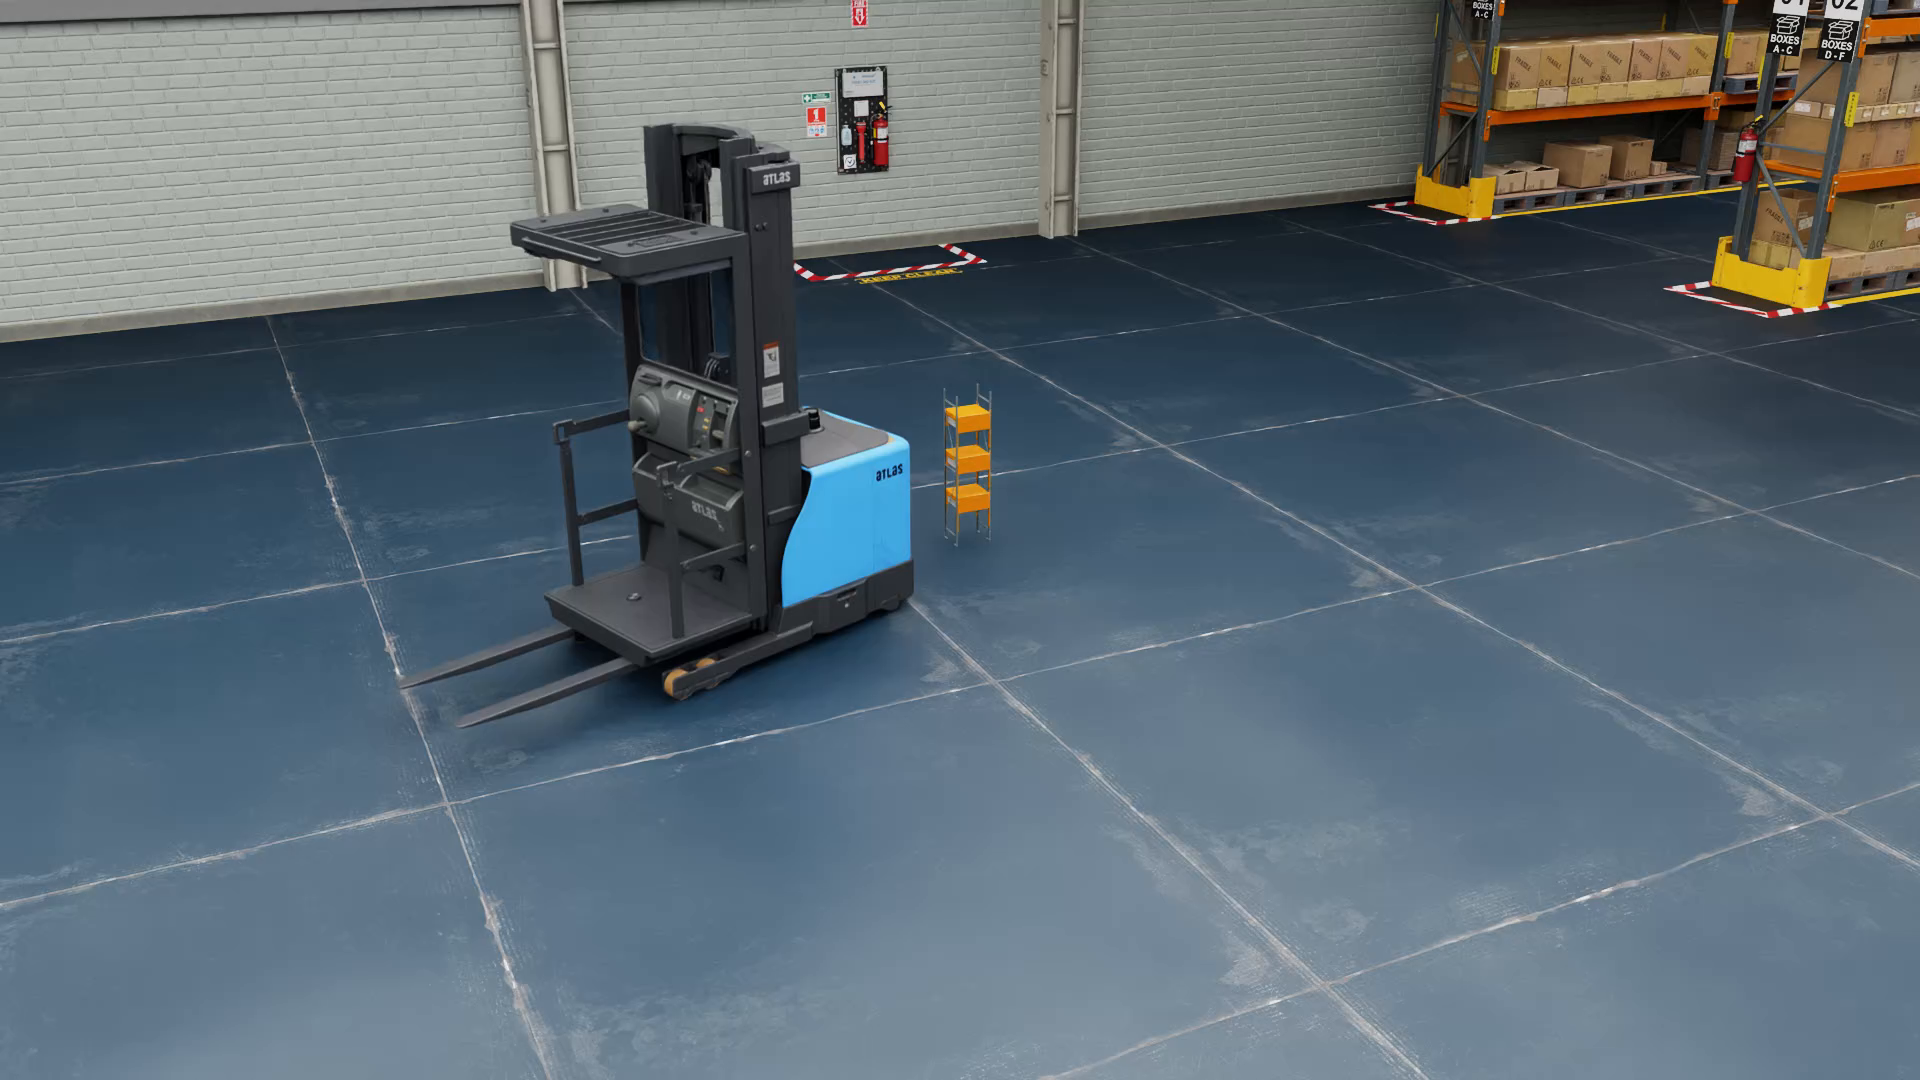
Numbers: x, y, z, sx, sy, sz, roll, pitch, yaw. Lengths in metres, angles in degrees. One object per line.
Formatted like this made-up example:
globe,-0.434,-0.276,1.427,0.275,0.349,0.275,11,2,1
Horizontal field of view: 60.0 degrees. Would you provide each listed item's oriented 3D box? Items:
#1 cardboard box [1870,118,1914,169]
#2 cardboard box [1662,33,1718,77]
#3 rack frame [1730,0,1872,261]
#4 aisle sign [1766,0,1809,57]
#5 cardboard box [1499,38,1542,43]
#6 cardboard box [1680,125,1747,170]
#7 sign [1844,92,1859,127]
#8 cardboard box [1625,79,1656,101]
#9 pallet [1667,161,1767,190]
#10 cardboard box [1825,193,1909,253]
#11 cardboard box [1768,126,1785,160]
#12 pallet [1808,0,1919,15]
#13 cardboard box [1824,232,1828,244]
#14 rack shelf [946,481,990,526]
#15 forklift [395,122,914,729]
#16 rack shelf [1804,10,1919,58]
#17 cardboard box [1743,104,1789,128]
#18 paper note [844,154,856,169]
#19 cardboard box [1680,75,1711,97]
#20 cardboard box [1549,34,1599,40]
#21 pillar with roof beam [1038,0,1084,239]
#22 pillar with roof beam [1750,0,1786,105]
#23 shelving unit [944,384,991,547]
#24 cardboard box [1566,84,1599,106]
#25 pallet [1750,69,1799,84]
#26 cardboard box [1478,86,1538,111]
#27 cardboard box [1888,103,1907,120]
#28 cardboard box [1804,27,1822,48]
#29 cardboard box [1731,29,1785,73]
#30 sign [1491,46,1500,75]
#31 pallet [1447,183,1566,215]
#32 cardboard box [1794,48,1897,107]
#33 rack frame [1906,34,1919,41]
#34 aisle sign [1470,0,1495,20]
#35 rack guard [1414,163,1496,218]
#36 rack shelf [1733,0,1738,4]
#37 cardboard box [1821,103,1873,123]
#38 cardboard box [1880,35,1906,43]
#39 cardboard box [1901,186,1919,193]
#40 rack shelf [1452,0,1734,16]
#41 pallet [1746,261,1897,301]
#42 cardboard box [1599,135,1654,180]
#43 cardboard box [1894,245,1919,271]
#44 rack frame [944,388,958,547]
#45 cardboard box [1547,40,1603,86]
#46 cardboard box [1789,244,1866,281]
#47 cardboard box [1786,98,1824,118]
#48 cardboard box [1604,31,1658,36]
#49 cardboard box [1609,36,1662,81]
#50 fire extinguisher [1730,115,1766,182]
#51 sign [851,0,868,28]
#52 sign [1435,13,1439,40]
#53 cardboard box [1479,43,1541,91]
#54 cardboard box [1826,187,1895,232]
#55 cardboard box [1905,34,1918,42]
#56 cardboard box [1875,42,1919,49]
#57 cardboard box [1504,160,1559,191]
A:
cardboard box,9.387,-4.179,17.294,0.500,0.500,0.700,-10,24,-22
cardboard box,9.651,-6.443,22.082,0.500,0.500,0.500,-10,25,-24
rack frame,8.490,-3.971,16.922,0.127,3.000,1.000,-10,25,-24
aisle sign,8.304,-5.263,16.643,0.004,0.787,0.394,-10,25,-24
cardboard box,7.129,-6.196,21.486,0.500,0.500,0.500,-10,25,-23
cardboard box,10.599,-5.518,23.351,0.500,0.500,0.700,-10,24,-22
sign,8.725,-4.216,16.277,0.005,0.325,0.100,-10,25,-24
cardboard box,8.748,-5.930,21.823,0.500,0.250,0.500,-11,25,-24
pallet,10.643,-5.183,23.494,1.213,0.211,1.003,-10,25,-24
cardboard box,9.520,-3.337,17.456,0.500,0.500,0.500,-10,25,-24
cardboard box,11.520,-5.691,23.770,0.500,0.500,0.700,-10,25,-23
pallet,9.138,-5.425,16.627,1.213,0.211,1.003,-10,25,-24
cardboard box,9.291,-3.173,18.039,0.500,0.250,0.500,-10,25,-24
rack shelf,0.048,-0.227,11.181,0.240,0.259,0.215,-10,25,-24
forklift,-1.687,-0.698,9.105,3.031,2.935,1.130,-21,30,-41
rack shelf,10.292,-5.357,17.288,4.000,0.370,1.077,-10,25,-24
cardboard box,11.461,-6.026,23.598,0.500,0.250,0.500,-11,25,-25
paper note,-1.245,-4.288,18.838,0.142,0.148,0.016,-10,25,-24
cardboard box,9.647,-6.098,22.231,0.500,0.250,0.500,-10,25,-23
cardboard box,8.046,-6.367,21.898,0.500,0.500,0.500,-10,25,-23
pillar with roof beam,3.055,-6.385,14.910,0.400,9.000,9.100,-10,25,-24
pillar with roof beam,13.867,-8.376,19.719,0.400,9.000,9.100,-10,25,-24
shelving unit,0.048,-0.494,11.071,0.252,1.050,0.215,-10,25,-24
cardboard box,7.839,-5.763,21.420,0.500,0.250,0.500,-11,25,-24
pallet,11.781,-6.574,23.460,1.213,0.211,1.003,-10,25,-24
cardboard box,6.916,-5.589,21.001,0.500,0.250,0.500,-11,25,-25
cardboard box,9.399,-4.394,16.964,0.250,0.149,0.380,-10,25,-23
cardboard box,12.015,-6.959,23.433,0.500,0.500,0.700,-10,25,-24
cardboard box,10.923,-6.754,22.938,0.500,0.500,0.700,-8,24,-18
sign,6.574,-5.891,20.428,0.005,0.325,0.100,-10,25,-24
pallet,7.154,-4.525,21.905,1.213,0.211,1.003,-10,25,-24
cardboard box,8.964,-4.699,16.853,0.500,0.500,0.700,-10,25,-23
rack frame,13.547,-7.005,24.251,0.127,3.000,1.000,-10,25,-24
aisle sign,6.404,-6.764,20.269,0.004,0.787,0.394,-10,25,-24
rack guard,6.407,-4.536,21.554,0.348,0.500,1.175,-10,25,-24
rack shelf,11.745,-7.727,23.013,4.000,0.370,1.077,-10,25,-24
cardboard box,8.937,-4.308,16.757,0.250,0.149,0.380,-11,25,-24
cardboard box,13.128,-7.173,23.951,0.500,0.500,0.700,-14,26,-30
cardboard box,10.423,-3.502,17.853,0.500,0.500,0.500,-10,25,-24
rack shelf,8.140,-7.063,21.410,4.000,0.370,1.077,-10,25,-24
pallet,9.161,-2.824,17.797,1.213,0.211,1.003,-10,25,-24
cardboard box,9.025,-5.204,22.593,0.500,0.500,0.500,-12,26,-28
cardboard box,9.969,-3.074,17.801,0.500,0.250,0.500,-10,25,-24
rack frame,-0.062,-0.474,11.022,0.008,1.050,0.200,-10,25,-24
cardboard box,7.817,-6.102,21.259,0.500,0.500,0.500,-11,25,-25
cardboard box,9.070,-2.907,17.398,0.500,0.250,0.500,-10,25,-24
cardboard box,8.752,-4.446,17.091,0.250,0.149,0.380,-11,25,-25
cardboard box,8.961,-6.537,22.311,0.500,0.500,0.500,-11,25,-24
cardboard box,8.745,-6.278,21.685,0.500,0.500,0.500,-11,25,-25
fire extinguisher,8.182,-4.076,17.276,0.183,0.674,0.296,-10,25,-24
sign,-1.106,-5.804,18.319,0.199,0.298,0.001,-10,25,-24
sign,6.116,-6.554,21.233,0.005,0.325,0.100,-10,25,-24
cardboard box,6.899,-5.940,20.868,0.500,0.500,0.500,-10,25,-24
cardboard box,9.739,-3.604,18.100,0.500,0.500,0.500,-10,25,-24
cardboard box,14.095,-7.190,24.153,0.500,0.500,0.500,-10,24,-22
cardboard box,9.889,-4.872,17.271,0.500,0.500,0.700,-10,25,-23
cardboard box,7.514,-4.817,21.906,0.500,0.311,0.500,-8,24,-19
